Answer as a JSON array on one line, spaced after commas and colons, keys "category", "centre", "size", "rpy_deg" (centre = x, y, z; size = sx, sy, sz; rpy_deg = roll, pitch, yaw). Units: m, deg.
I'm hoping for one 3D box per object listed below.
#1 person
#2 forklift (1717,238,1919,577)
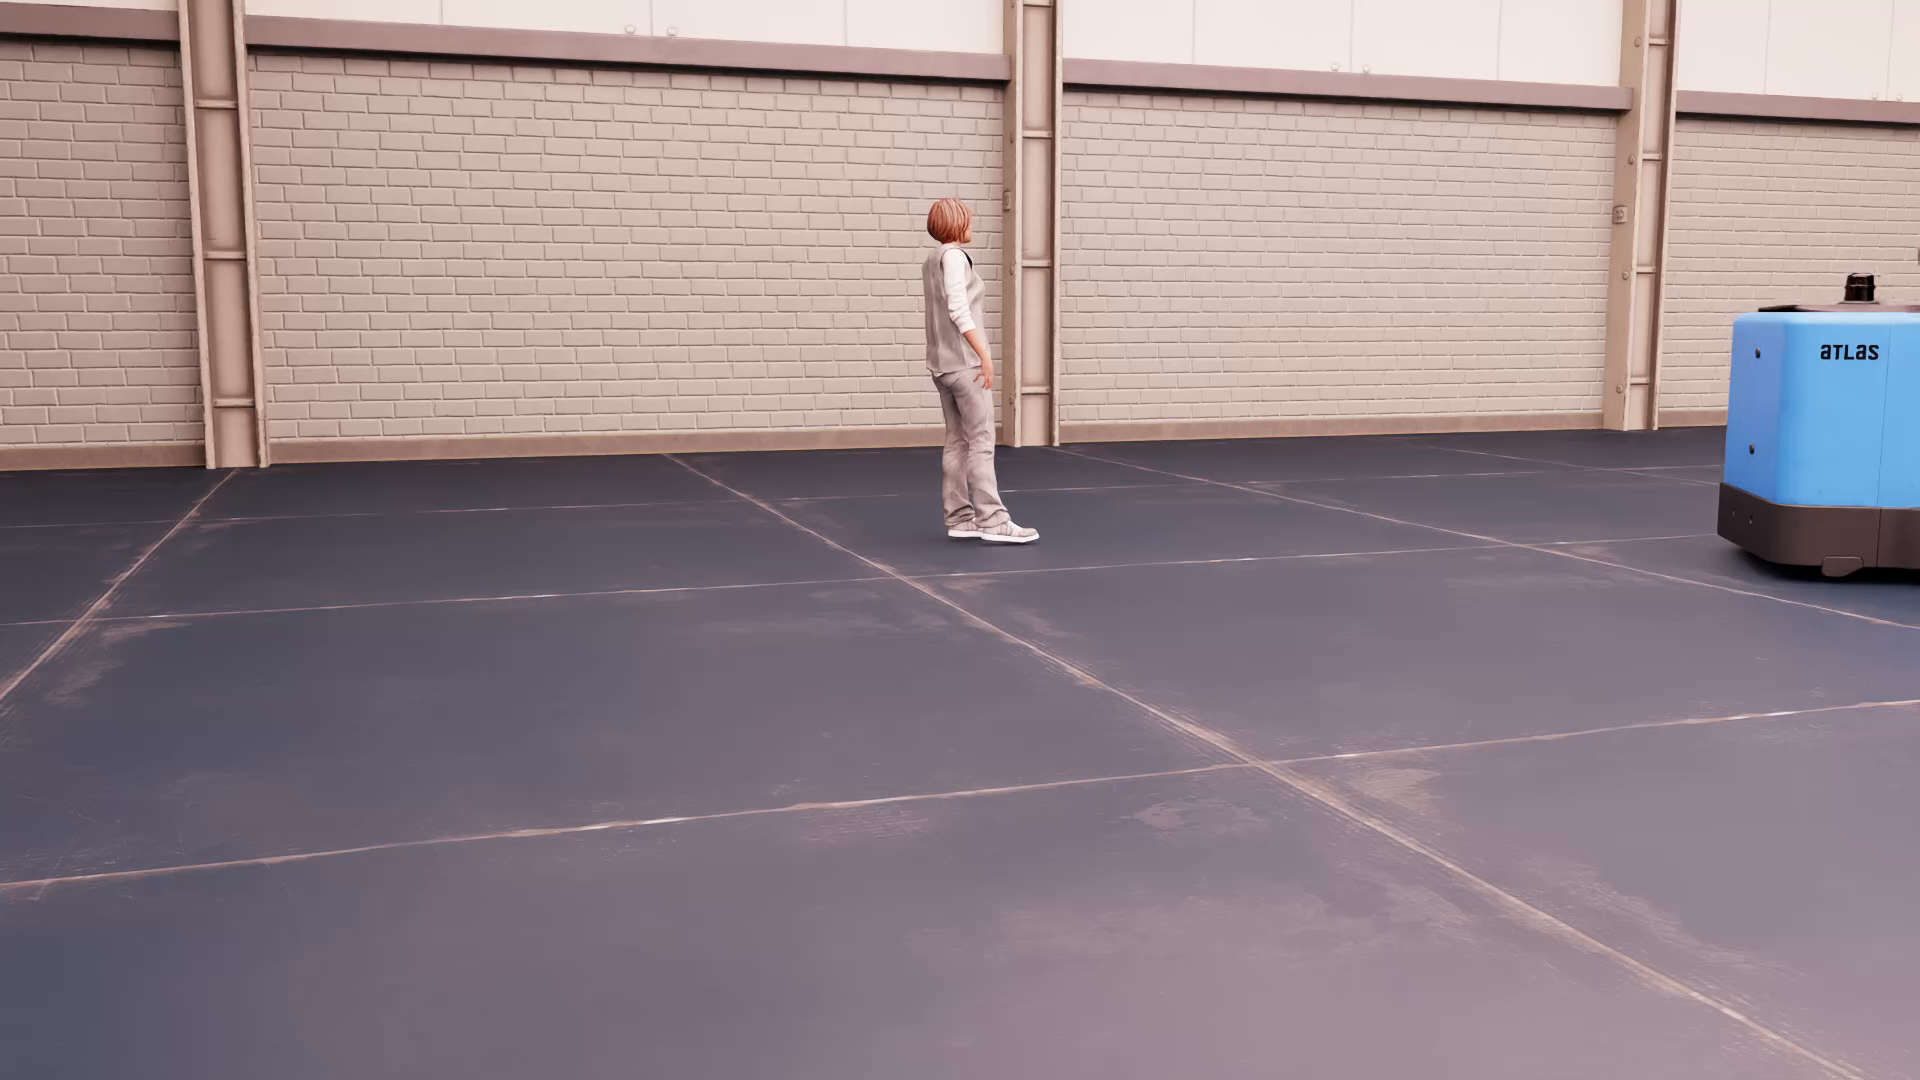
[{"category": "person", "centre": [0.074, -0.800, 7.825], "size": [0.475, 1.597, 0.520], "rpy_deg": [-3, 8, -18]}, {"category": "forklift", "centre": [4.847, -1.309, 6.672], "size": [3.031, 2.935, 1.130], "rpy_deg": [2, 8, 12]}]
